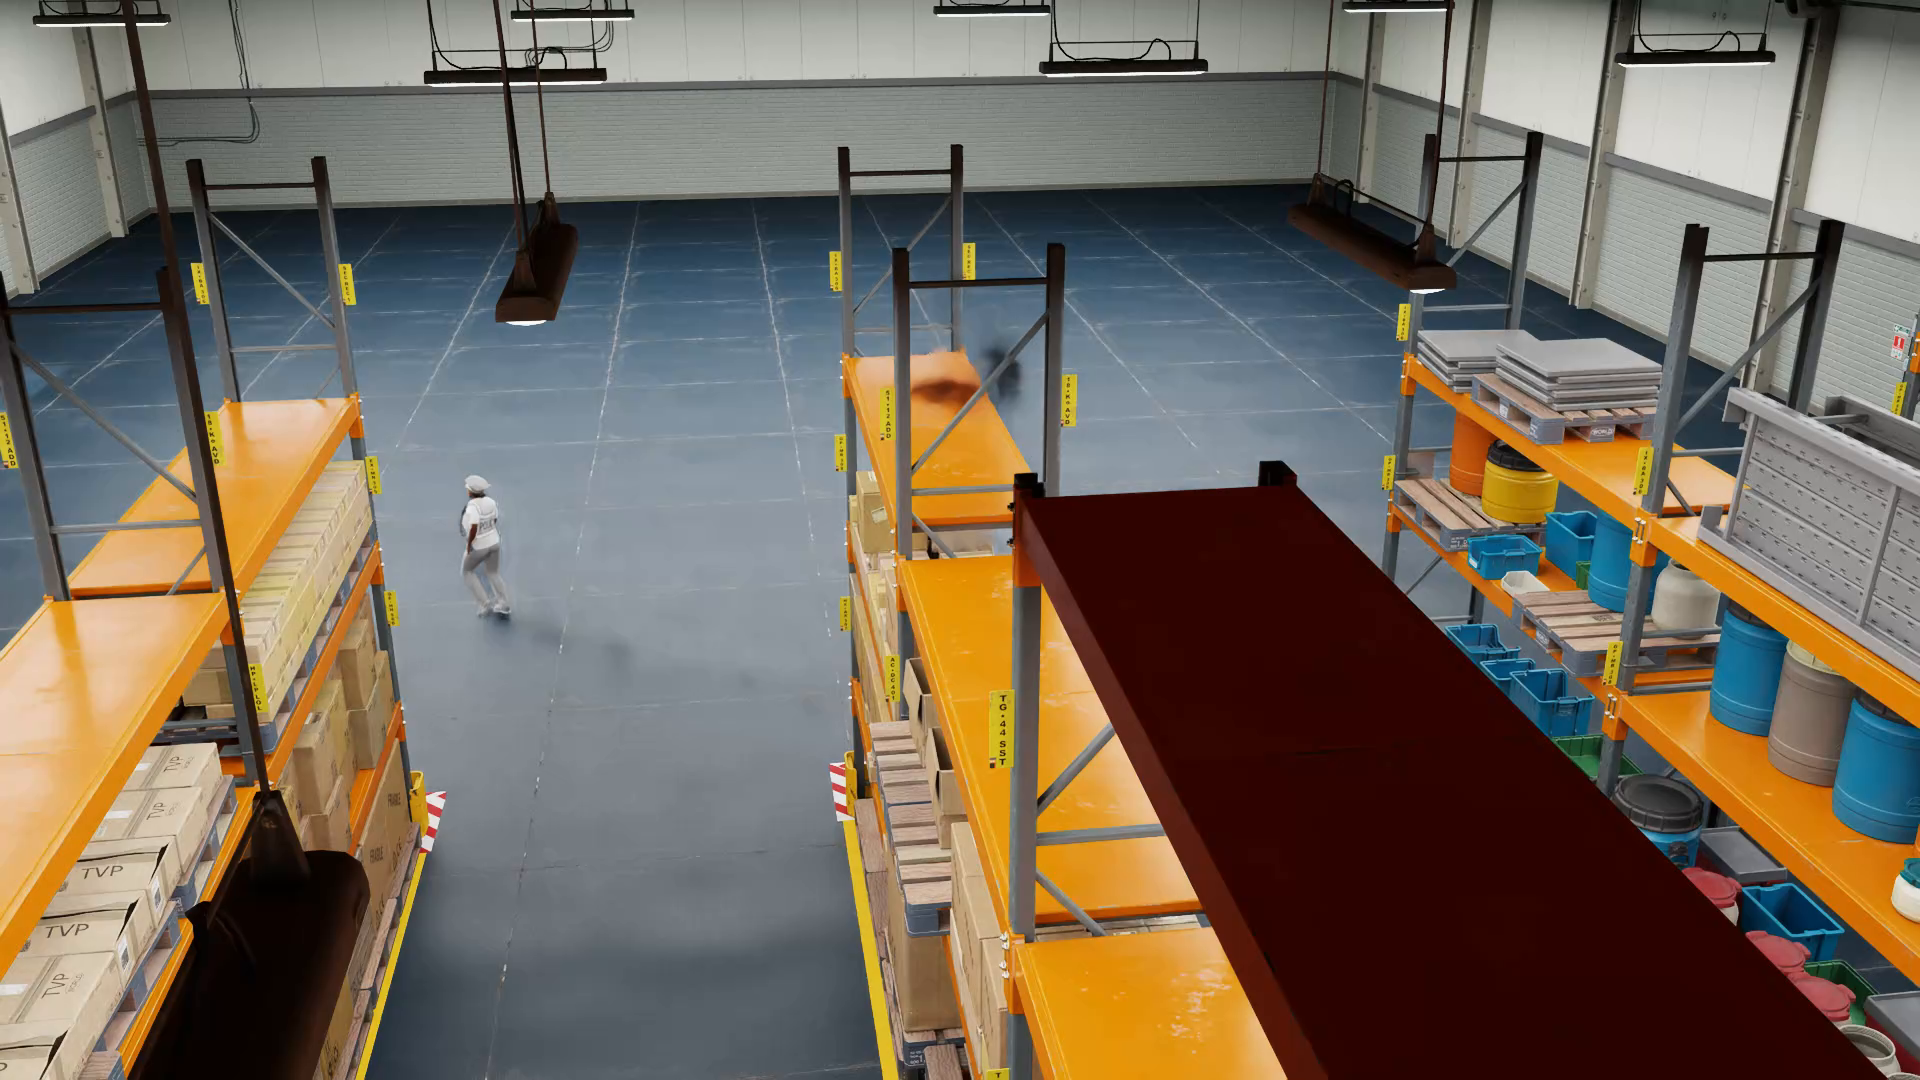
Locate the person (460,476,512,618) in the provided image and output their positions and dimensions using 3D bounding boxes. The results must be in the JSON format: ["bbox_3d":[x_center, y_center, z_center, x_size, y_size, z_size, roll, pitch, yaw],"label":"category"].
[{"bbox_3d":[-5.540,0.085,19.171,0.674,1.710,0.590,13,25,29],"label":"person"}]
